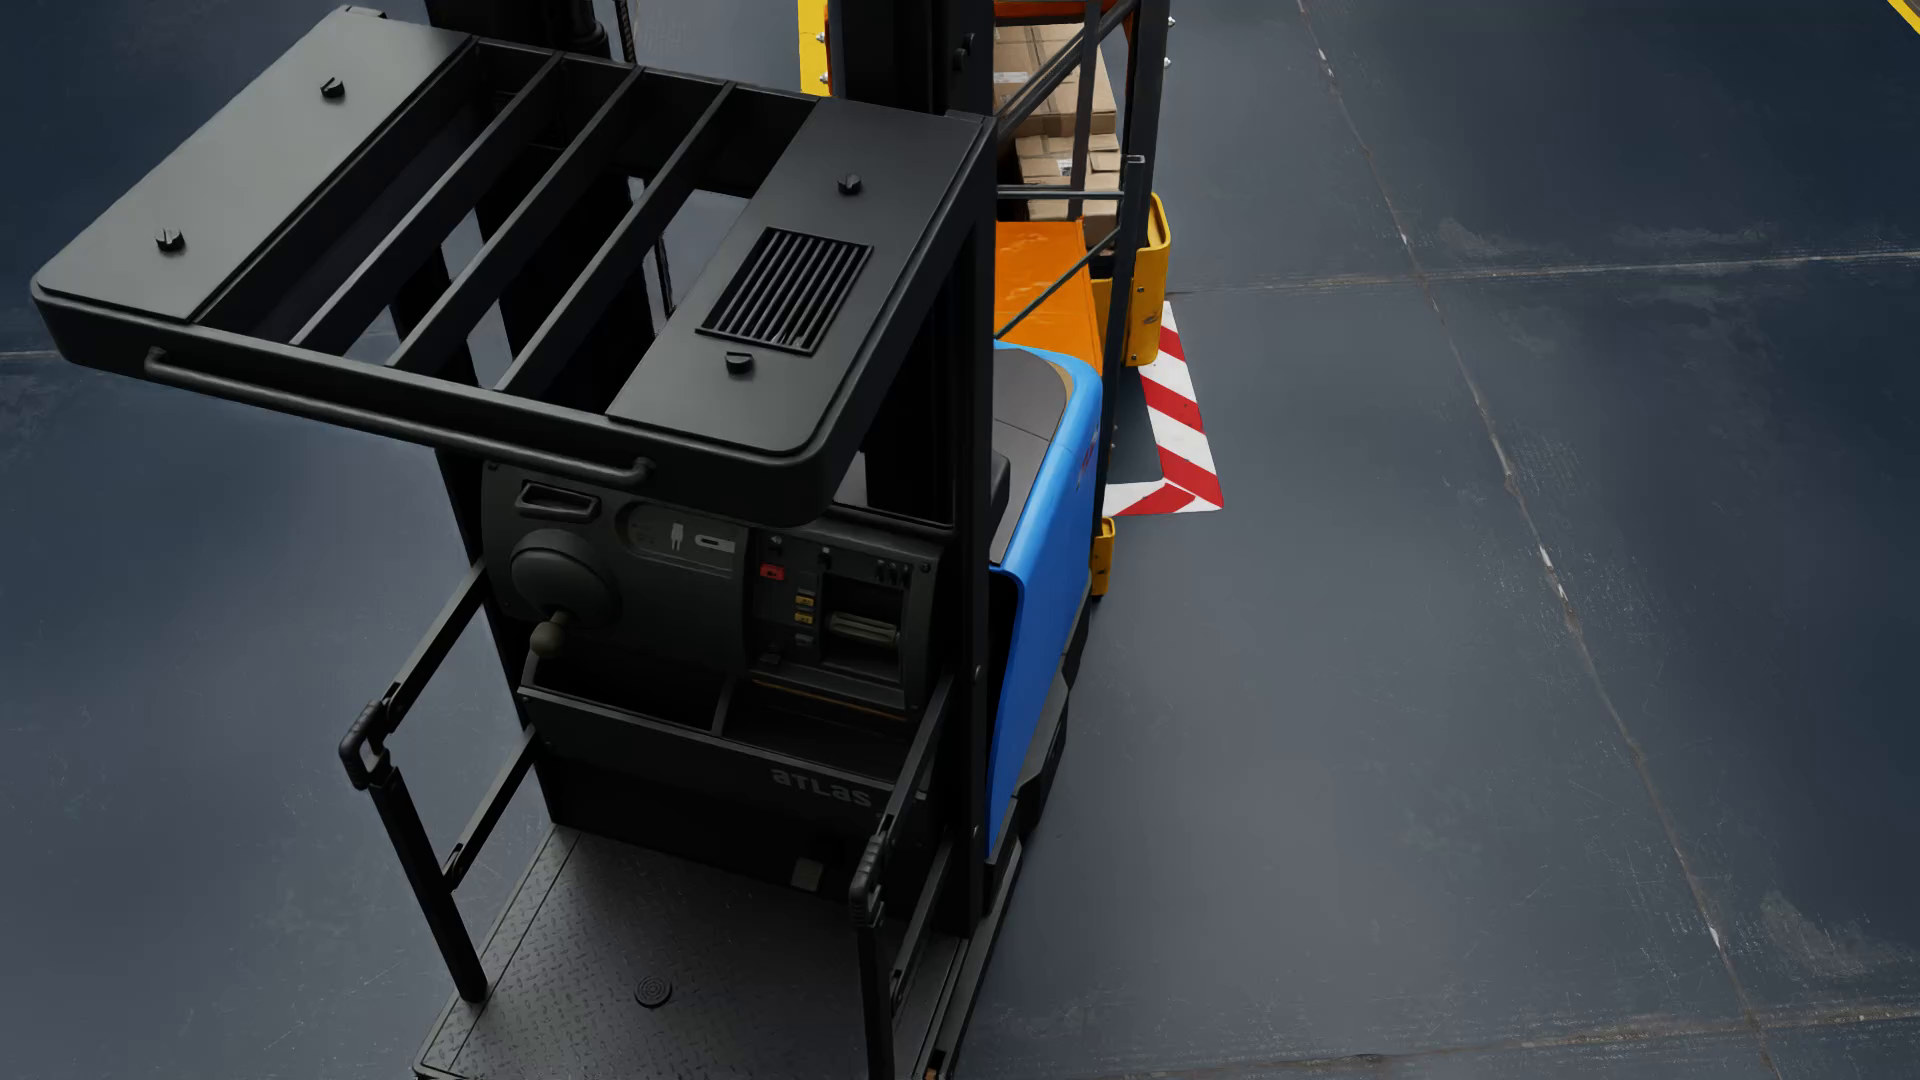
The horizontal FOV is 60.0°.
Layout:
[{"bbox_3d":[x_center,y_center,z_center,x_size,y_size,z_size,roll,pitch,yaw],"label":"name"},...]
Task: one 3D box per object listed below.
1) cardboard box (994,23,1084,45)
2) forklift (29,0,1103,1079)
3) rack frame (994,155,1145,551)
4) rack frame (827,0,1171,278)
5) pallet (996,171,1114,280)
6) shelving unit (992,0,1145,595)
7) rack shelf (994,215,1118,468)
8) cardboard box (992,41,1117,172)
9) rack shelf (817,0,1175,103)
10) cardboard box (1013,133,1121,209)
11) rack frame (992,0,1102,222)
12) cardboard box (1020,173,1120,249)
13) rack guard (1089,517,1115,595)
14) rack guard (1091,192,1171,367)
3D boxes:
[{"bbox_3d":[0.266,-2.020,6.688,0.500,0.250,0.500,-3,47,-3],"label":"cardboard box"},{"bbox_3d":[-0.553,0.190,3.051,1.130,2.935,3.031,13,48,12],"label":"forklift"},{"bbox_3d":[0.176,-0.390,4.539,0.500,1.500,0.032,0,45,-2],"label":"rack frame"},{"bbox_3d":[0.113,-1.680,4.775,1.000,3.000,0.127,-3,47,-3],"label":"rack frame"},{"bbox_3d":[0.039,-1.353,6.386,1.003,0.211,1.213,-3,47,-3],"label":"pallet"},{"bbox_3d":[0.159,-0.744,4.892,0.587,1.500,1.083,0,45,-2],"label":"shelving unit"},{"bbox_3d":[0.154,-0.623,5.025,0.538,0.185,1.000,0,45,-2],"label":"rack shelf"},{"bbox_3d":[0.308,-1.658,6.345,0.500,0.250,0.500,-3,47,-3],"label":"cardboard box"},{"bbox_3d":[-0.055,-2.880,6.407,1.077,0.370,4.000,-3,47,-3],"label":"rack shelf"},{"bbox_3d":[0.399,-1.362,6.122,0.380,0.166,0.250,-3,47,-3],"label":"cardboard box"},{"bbox_3d":[0.142,-1.110,5.257,0.500,1.500,0.032,0,45,-2],"label":"rack frame"},{"bbox_3d":[0.420,-1.175,5.957,0.380,0.149,0.250,-3,47,-3],"label":"cardboard box"},{"bbox_3d":[0.159,0.050,4.983,0.587,0.250,0.087,0,45,-2],"label":"rack guard"},{"bbox_3d":[0.106,-0.876,5.735,1.175,0.500,0.348,-3,47,-3],"label":"rack guard"}]
